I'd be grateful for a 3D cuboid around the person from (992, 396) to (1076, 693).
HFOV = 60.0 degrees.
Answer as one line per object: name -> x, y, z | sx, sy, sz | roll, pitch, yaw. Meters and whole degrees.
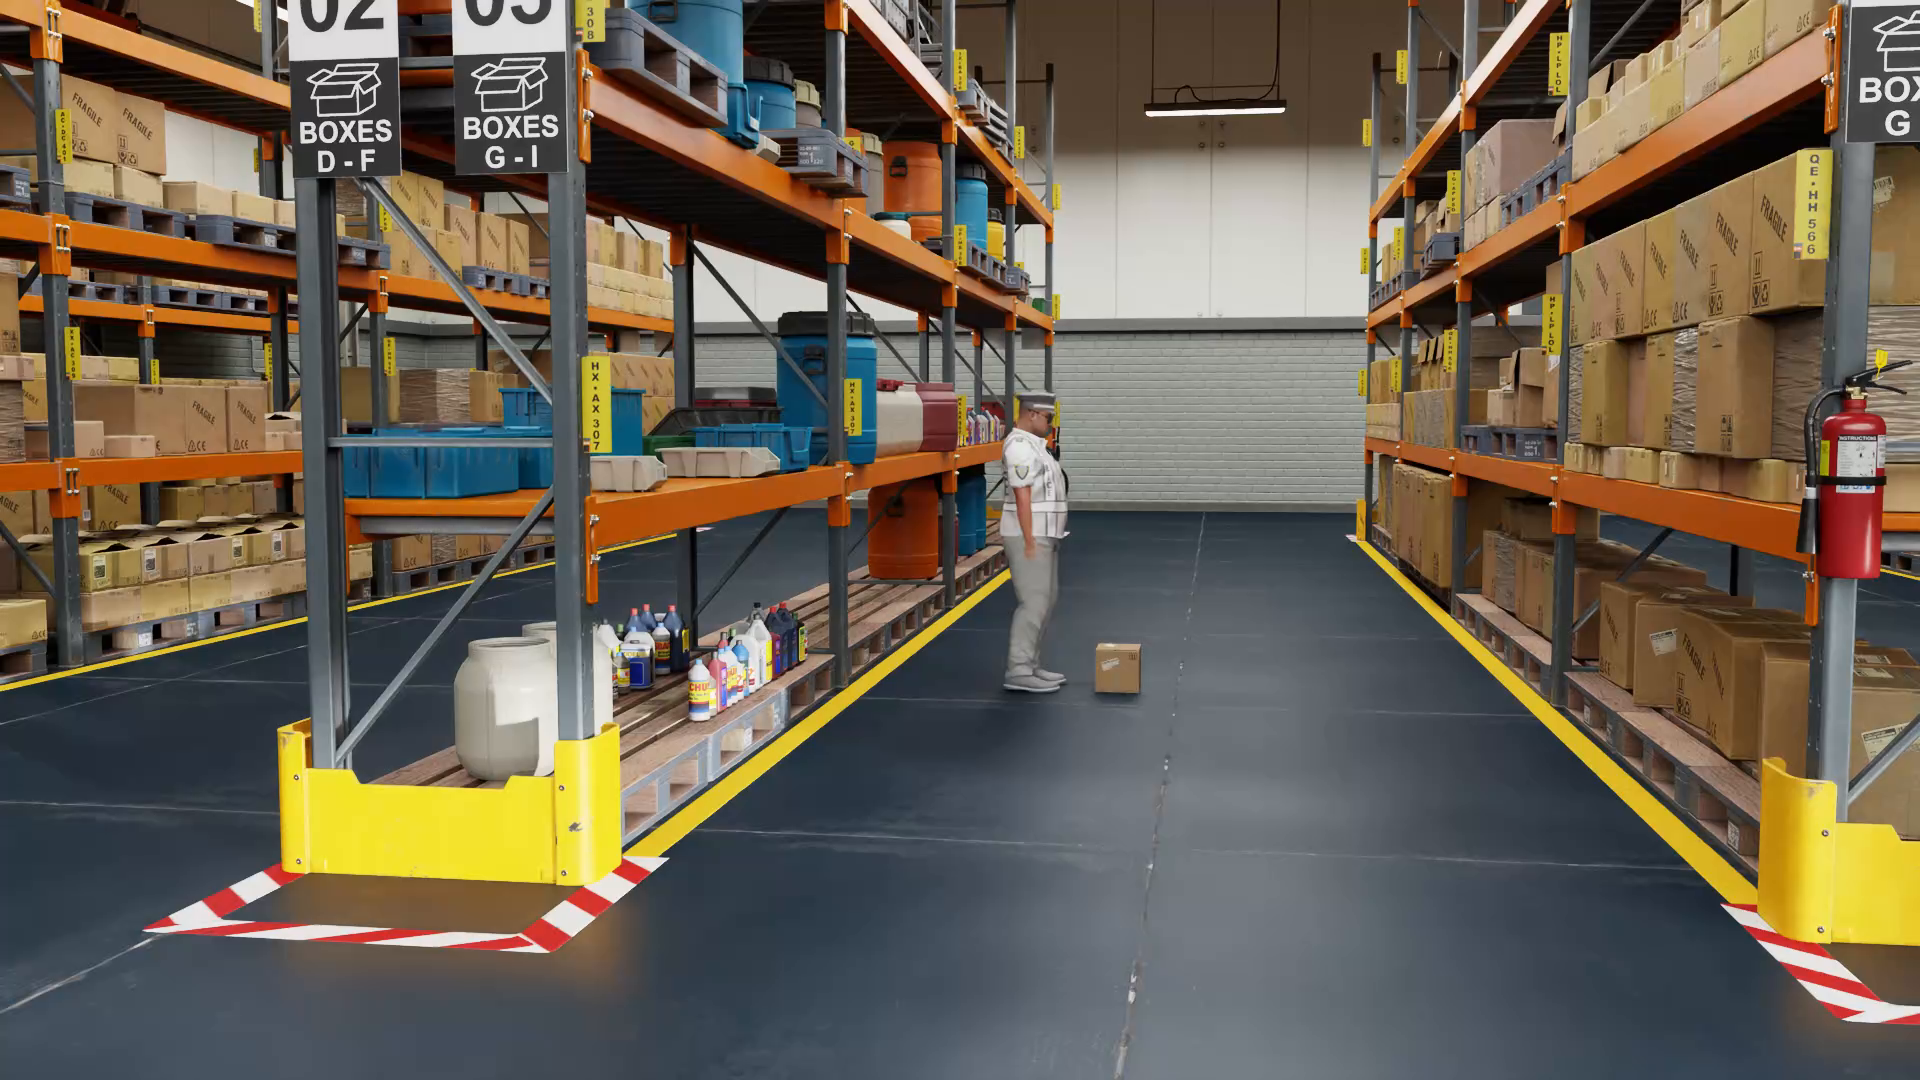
person -> 0.435, 0.017, 9.729 | 0.475, 1.710, 0.553 | 1, 5, 10
